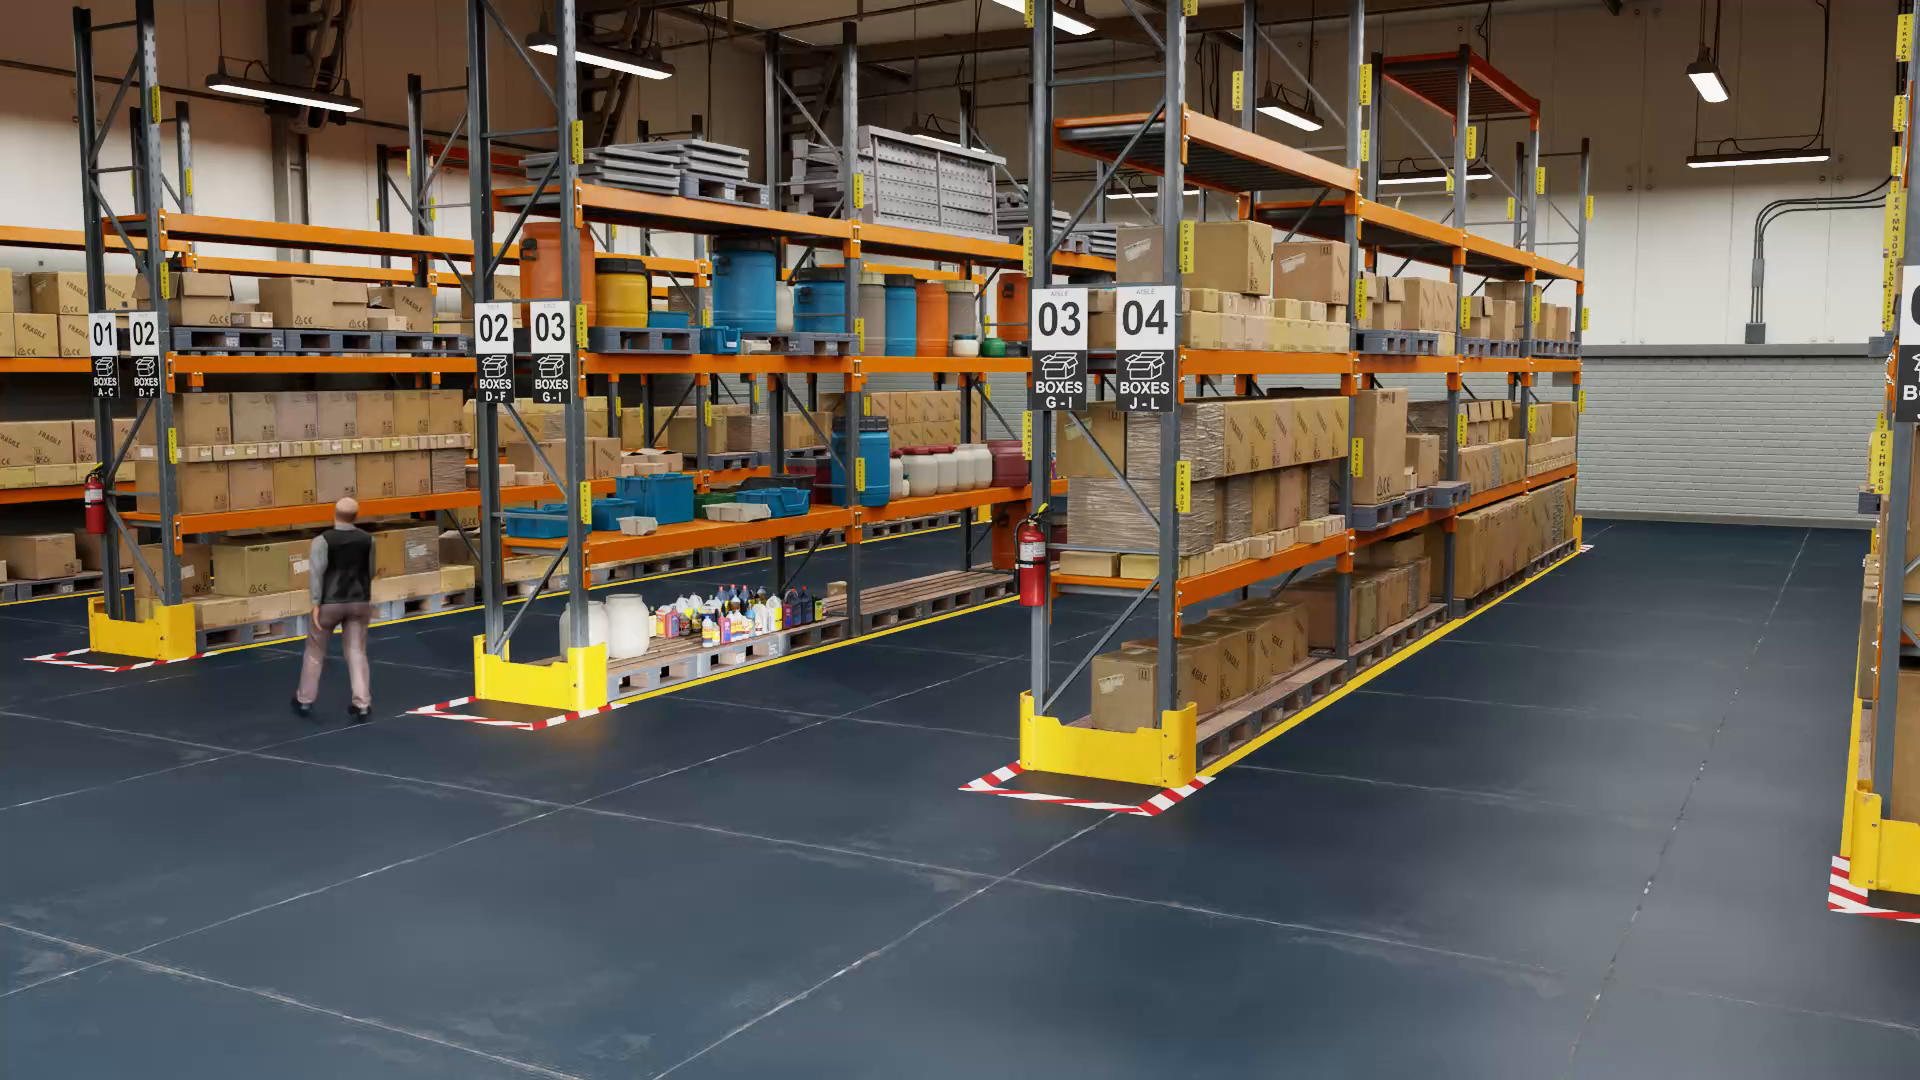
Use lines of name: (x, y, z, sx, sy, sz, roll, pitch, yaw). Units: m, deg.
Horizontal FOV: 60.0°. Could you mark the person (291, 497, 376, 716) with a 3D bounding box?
person: (-4.815, 0.499, 12.898, 0.564, 1.667, 0.919, -5, 8, -38)
